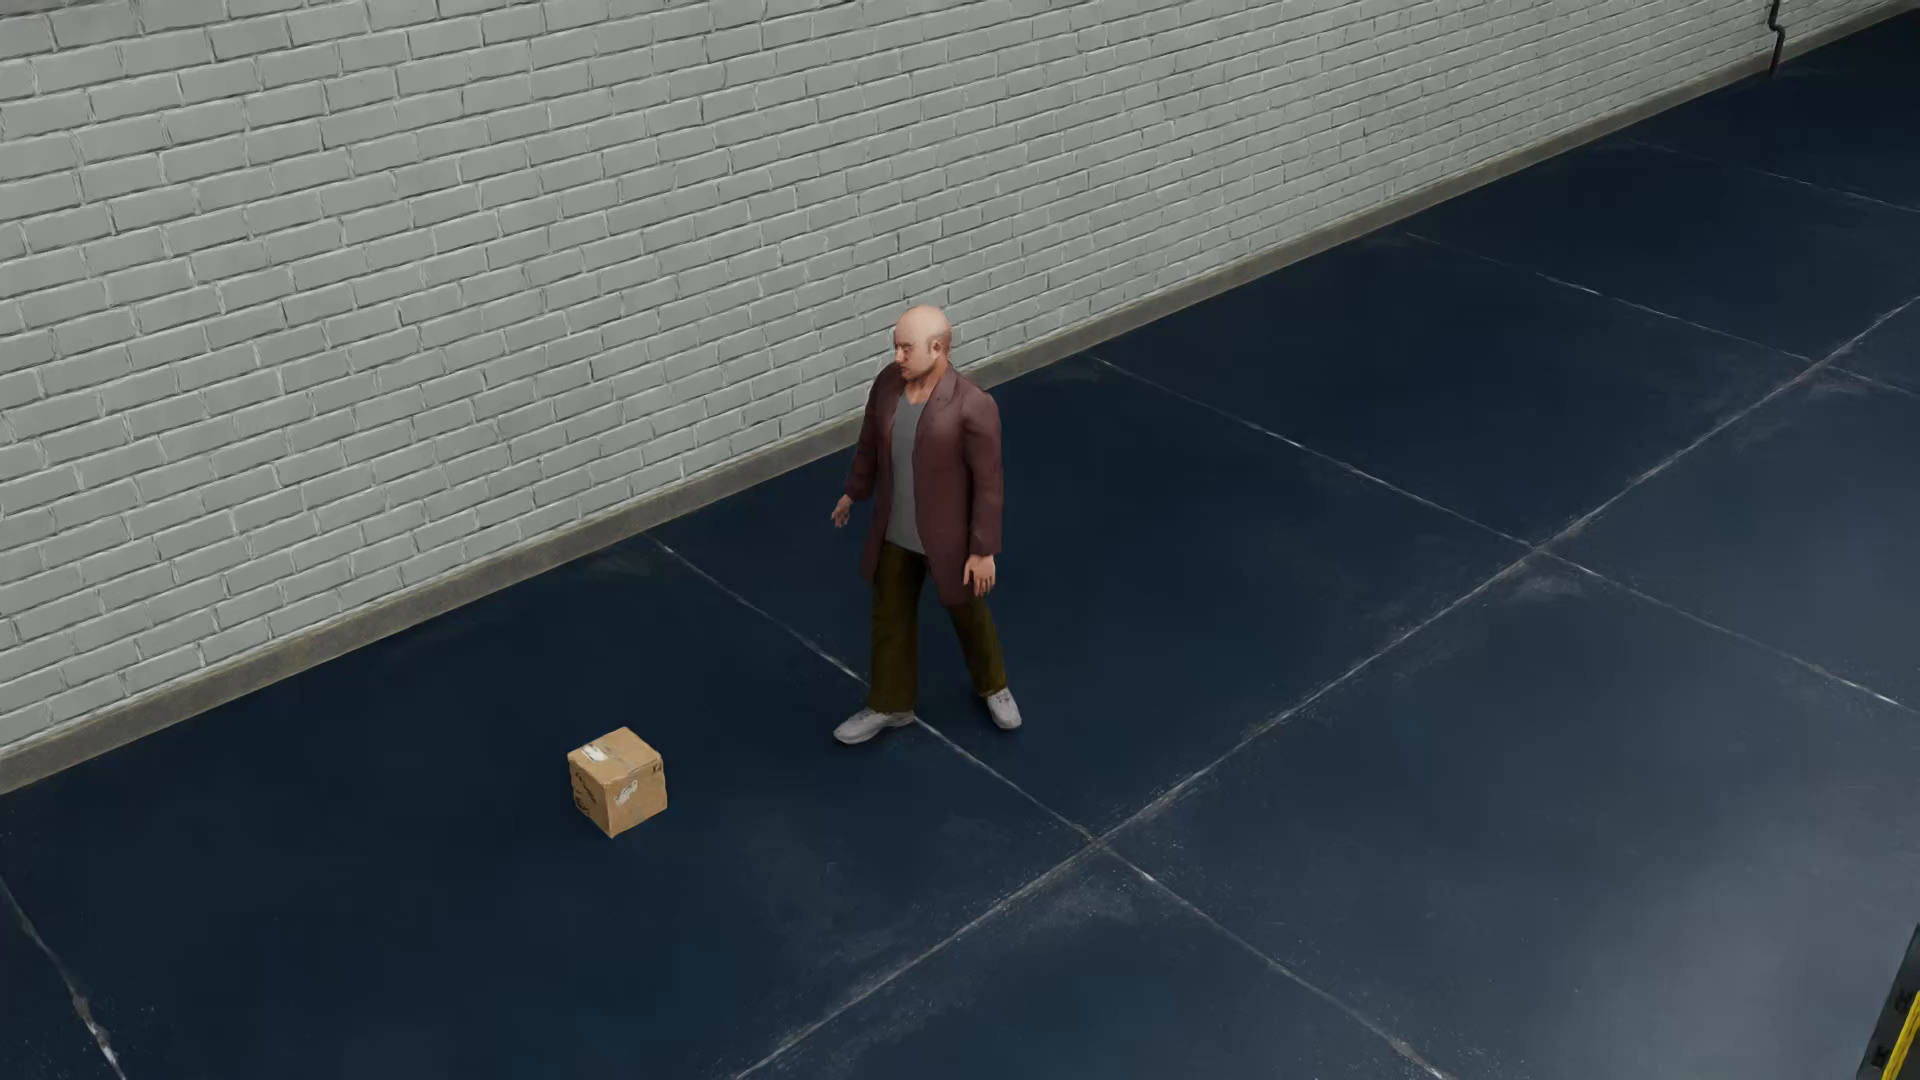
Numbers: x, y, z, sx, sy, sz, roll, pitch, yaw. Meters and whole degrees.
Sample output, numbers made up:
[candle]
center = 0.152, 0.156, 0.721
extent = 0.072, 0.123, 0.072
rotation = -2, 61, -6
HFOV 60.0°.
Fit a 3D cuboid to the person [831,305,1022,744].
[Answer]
[person]
center = -0.165, -0.042, 6.206
extent = 0.791, 1.774, 0.690
rotation = 19, 36, 28
